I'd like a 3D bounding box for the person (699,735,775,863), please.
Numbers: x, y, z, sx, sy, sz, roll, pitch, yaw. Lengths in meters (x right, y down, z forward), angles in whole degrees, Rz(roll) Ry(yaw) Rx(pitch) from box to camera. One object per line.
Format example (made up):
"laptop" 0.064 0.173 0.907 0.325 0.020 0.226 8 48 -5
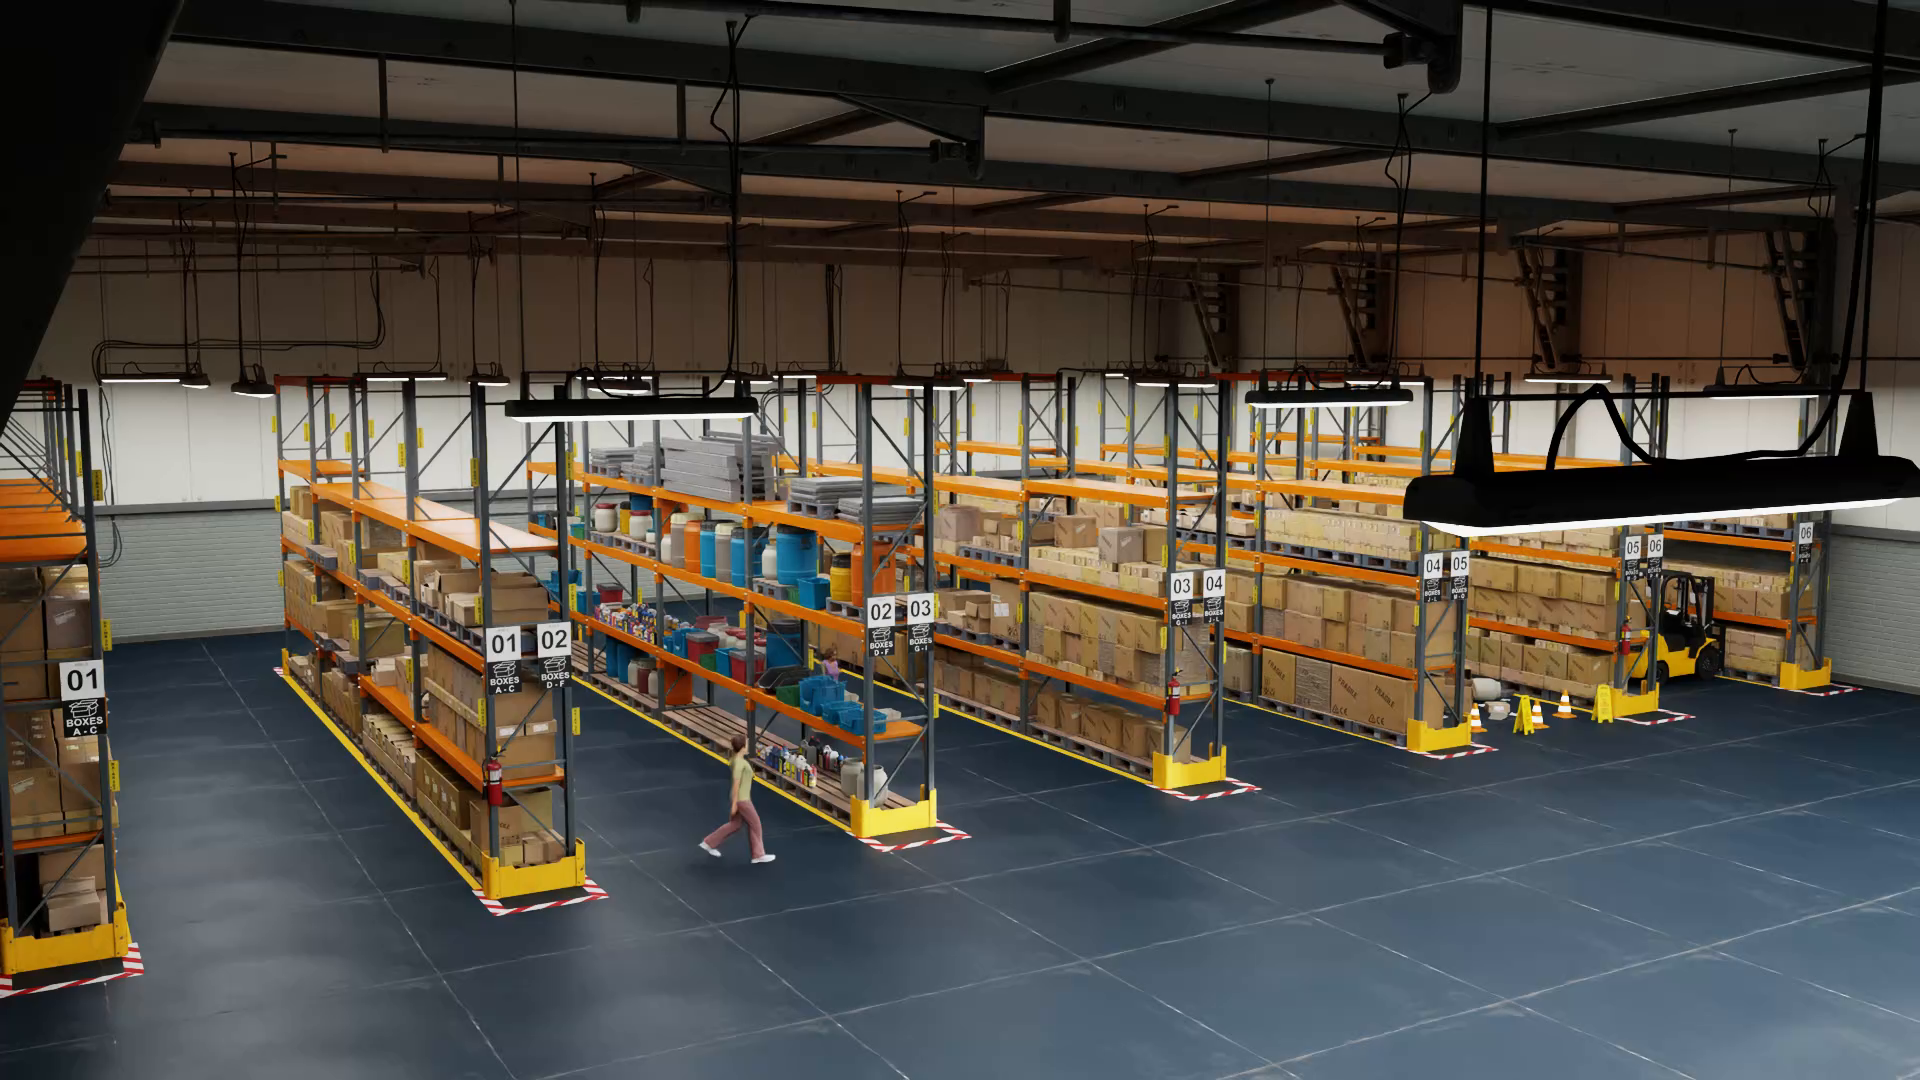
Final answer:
"person" -2.794 3.240 20.795 0.946 1.632 0.492 -1 6 -6

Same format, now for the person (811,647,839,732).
"person" -2.129 2.536 27.744 0.400 1.507 1.022 -5 8 -41
